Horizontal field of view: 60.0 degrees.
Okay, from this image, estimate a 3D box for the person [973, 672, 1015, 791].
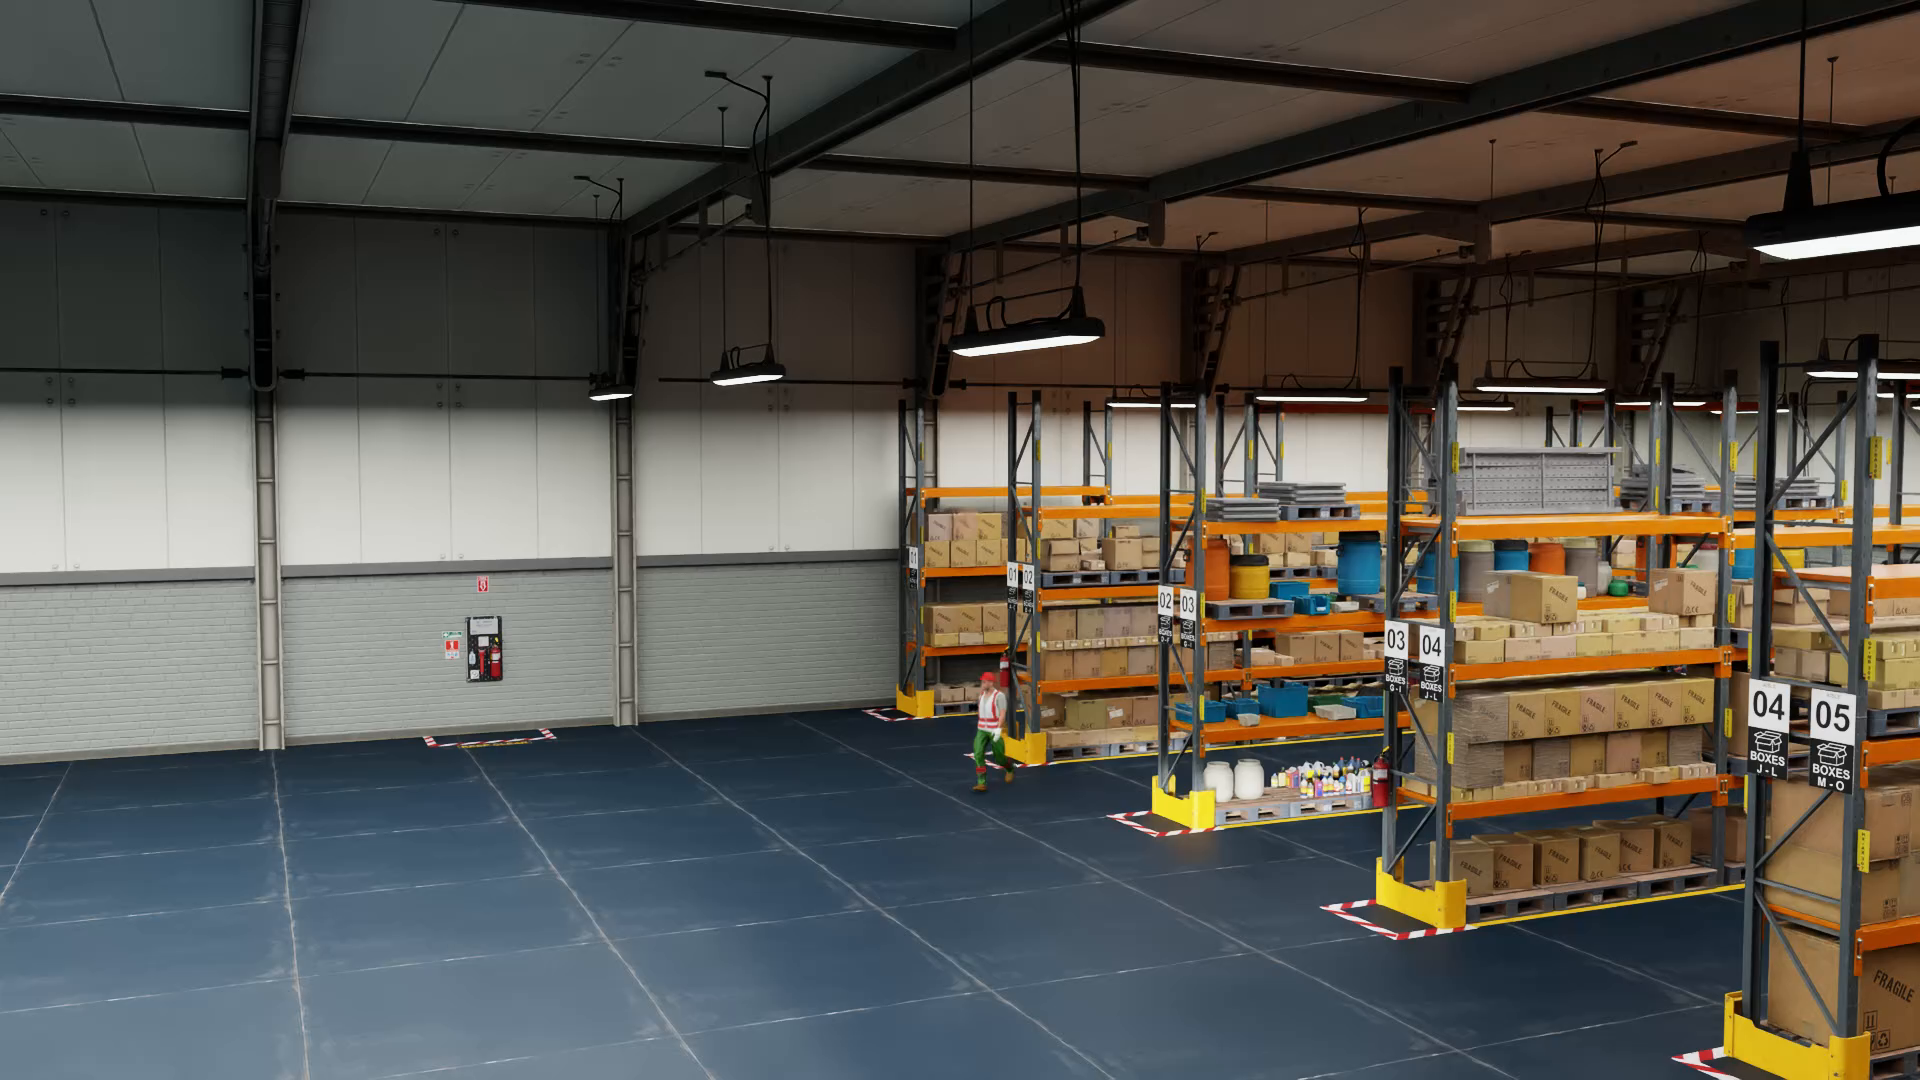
[{"bbox_3d":[0.460,2.843,24.822,0.538,1.733,0.955,2,4,31],"label":"person"}]
